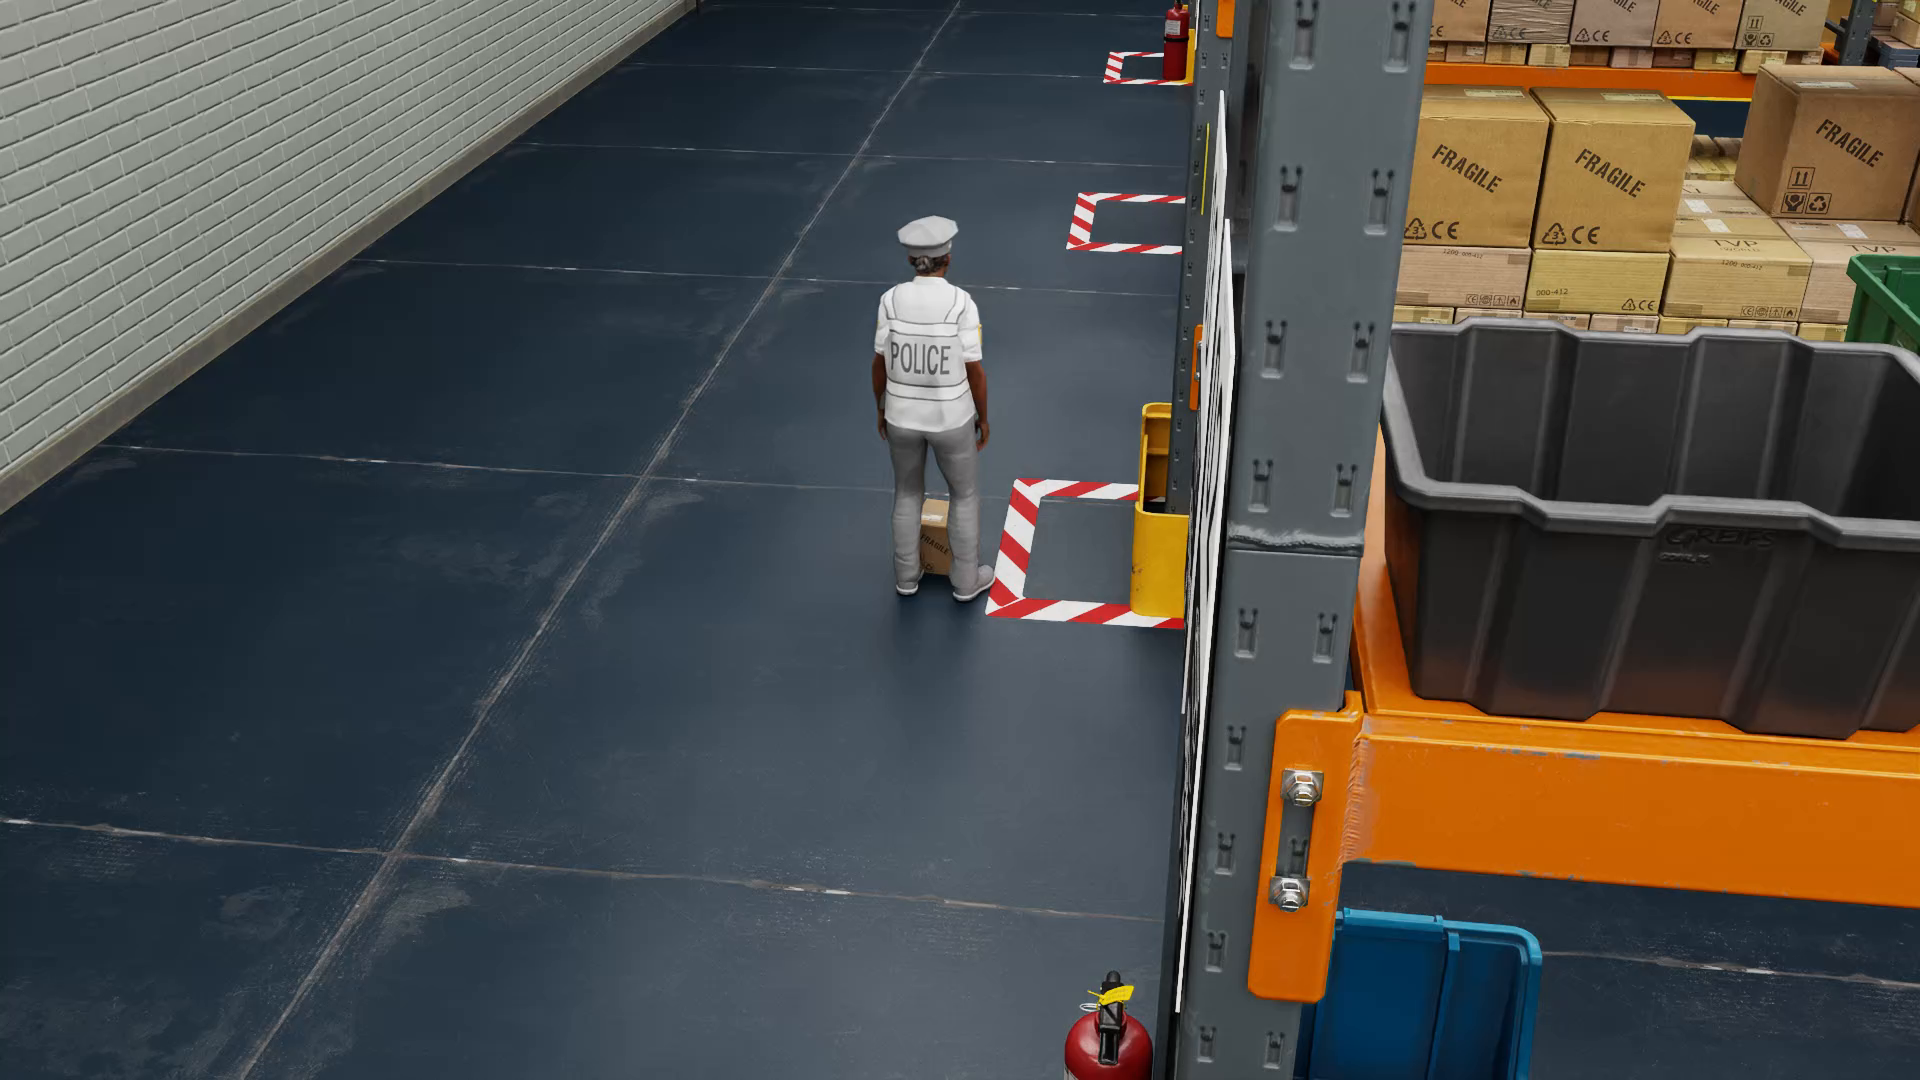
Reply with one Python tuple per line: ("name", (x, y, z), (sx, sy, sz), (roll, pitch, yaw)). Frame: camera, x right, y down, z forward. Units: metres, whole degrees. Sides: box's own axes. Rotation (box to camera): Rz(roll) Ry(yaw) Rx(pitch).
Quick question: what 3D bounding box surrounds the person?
("person", (-0.112, -0.519, 7.080), (0.512, 1.657, 0.399), (7, 29, 12))
